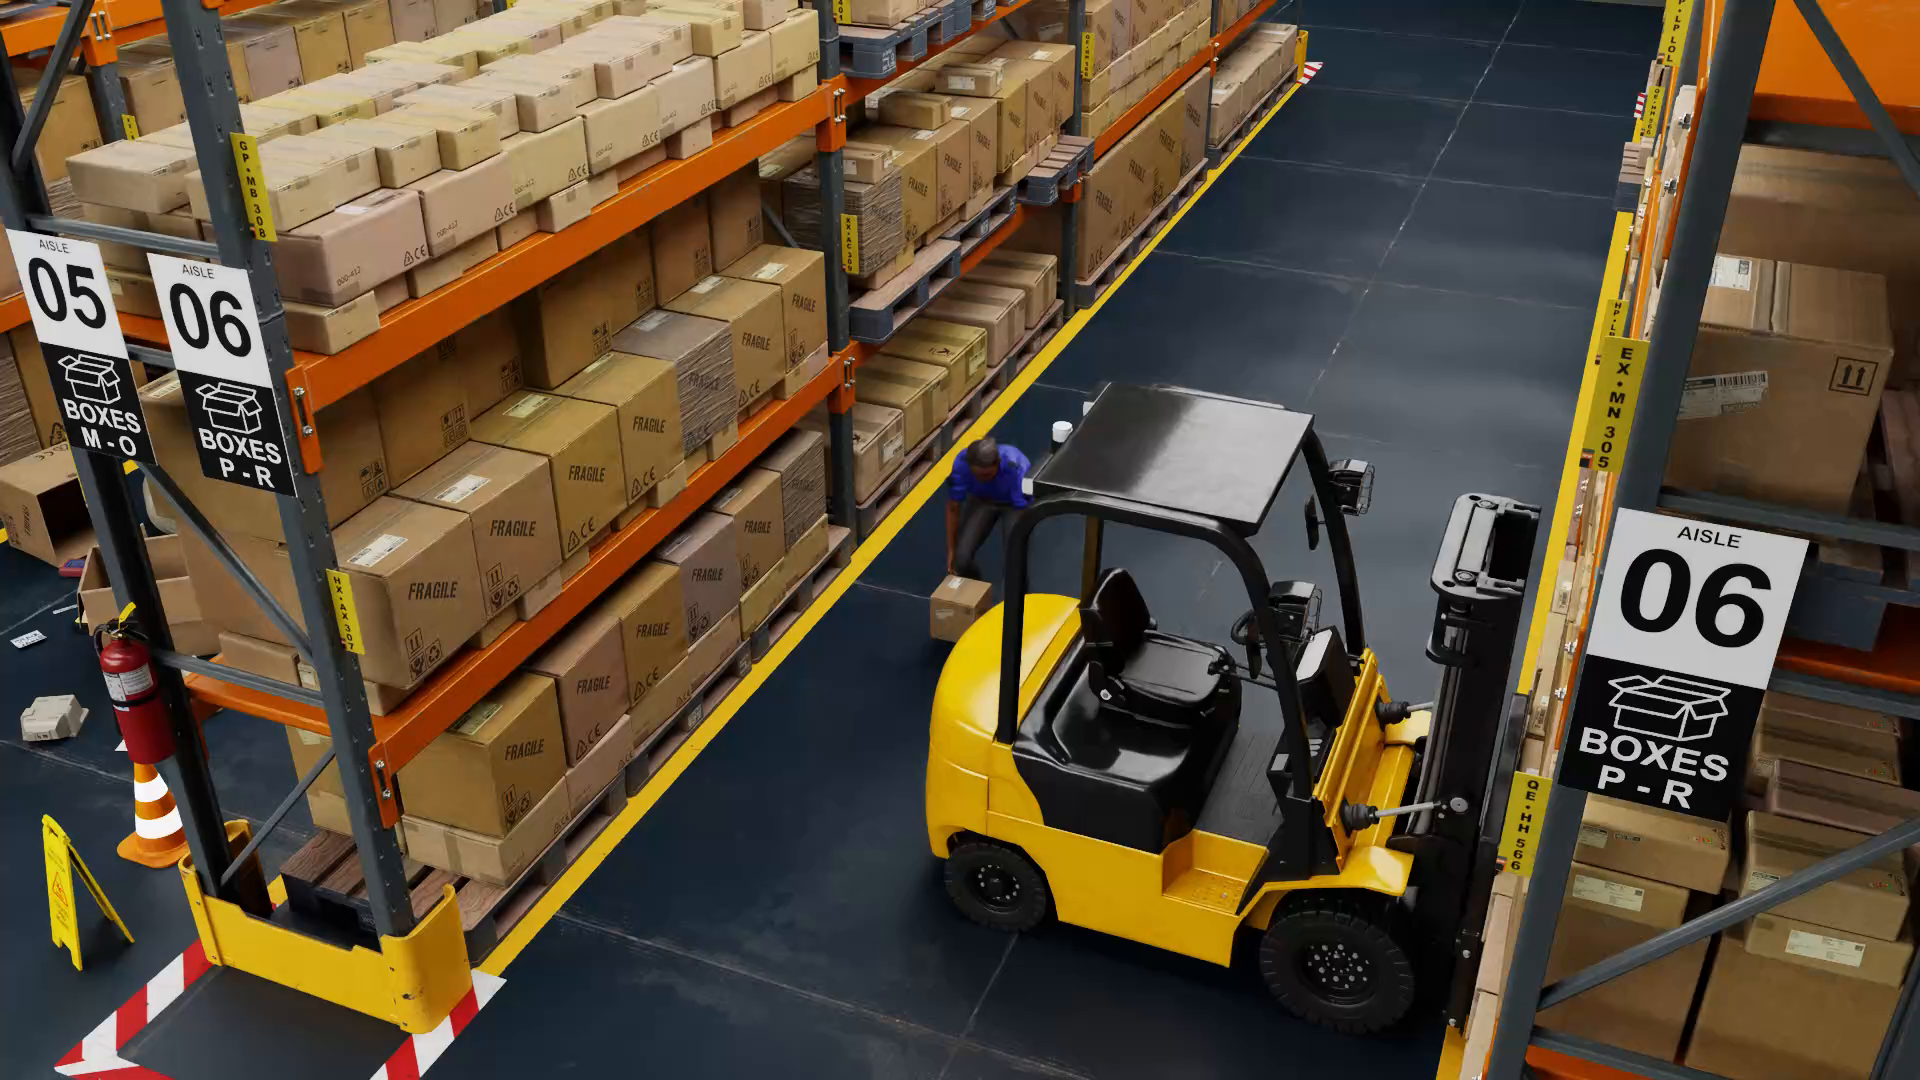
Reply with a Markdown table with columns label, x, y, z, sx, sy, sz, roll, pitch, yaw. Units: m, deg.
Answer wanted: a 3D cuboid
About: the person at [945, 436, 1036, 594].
| label | x | y | z | sx | sy | sz | roll | pitch | yaw |
| --- | --- | --- | --- | --- | --- | --- | --- | --- | --- |
| person | 0.202 | -0.080 | 8.953 | 0.499 | 1.252 | 0.694 | 11 | 32 | 19 |
